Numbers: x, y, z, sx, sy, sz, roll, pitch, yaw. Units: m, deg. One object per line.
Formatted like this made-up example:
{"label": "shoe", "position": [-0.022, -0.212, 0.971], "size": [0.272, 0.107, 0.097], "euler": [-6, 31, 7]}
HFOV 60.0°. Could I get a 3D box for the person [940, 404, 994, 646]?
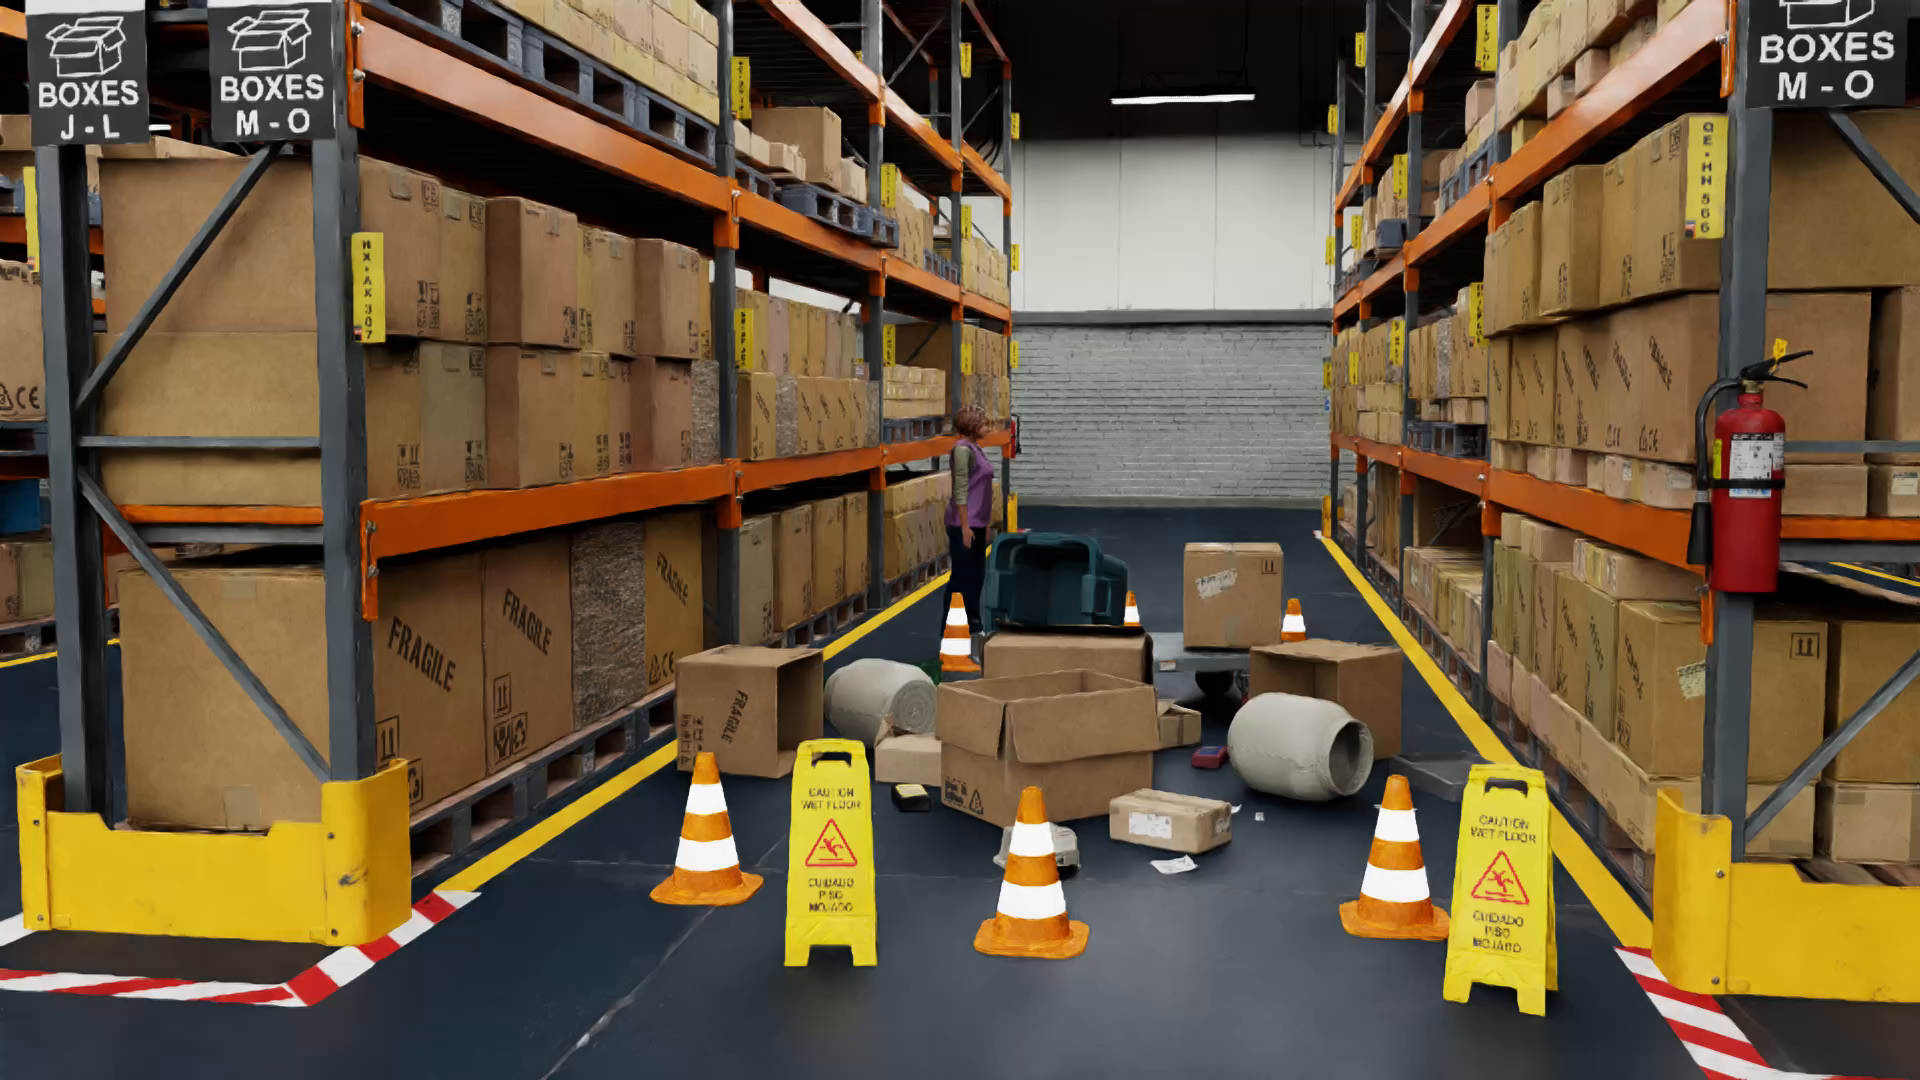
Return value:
{"label": "person", "position": [0.069, -0.084, 10.849], "size": [0.371, 1.601, 0.486], "euler": [1, 5, 17]}
